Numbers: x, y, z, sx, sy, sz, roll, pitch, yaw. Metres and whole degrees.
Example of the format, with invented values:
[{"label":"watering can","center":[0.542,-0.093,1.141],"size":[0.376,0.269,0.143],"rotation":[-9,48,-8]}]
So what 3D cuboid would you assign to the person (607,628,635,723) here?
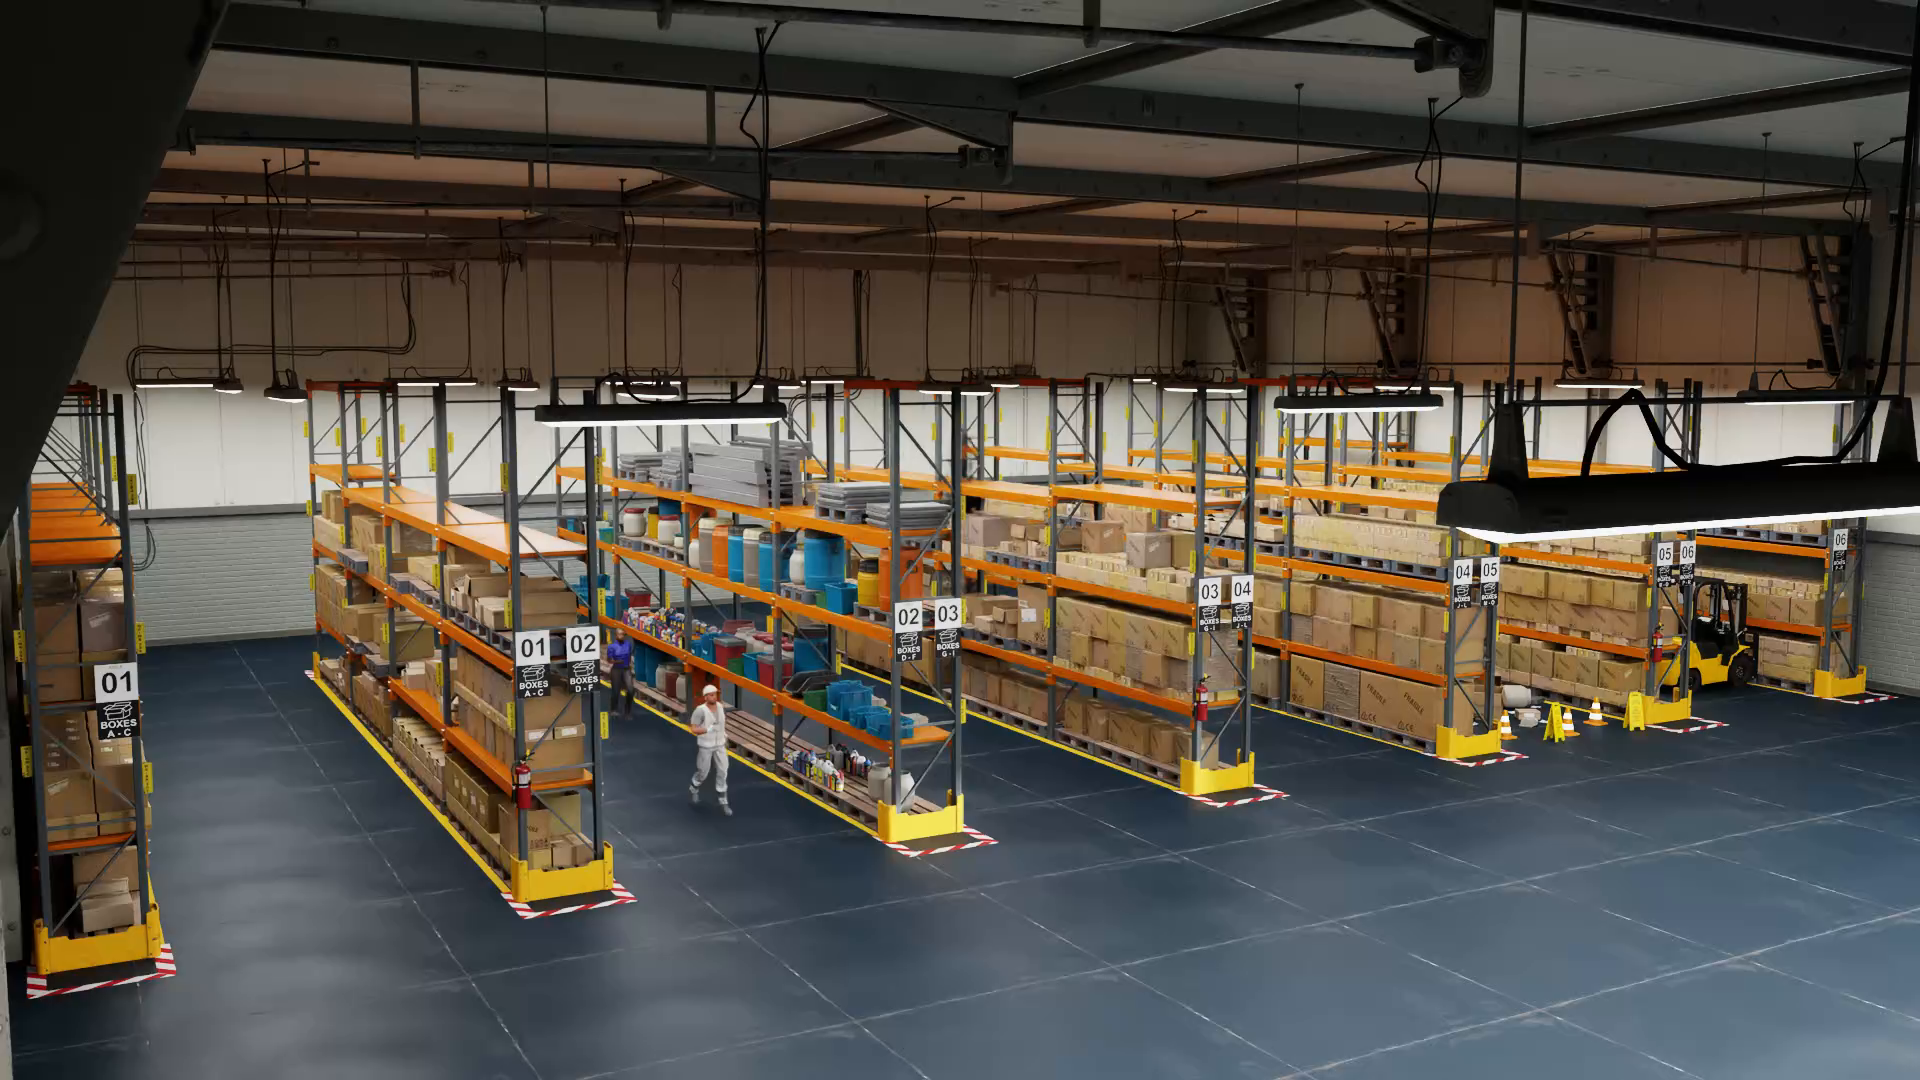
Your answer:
[{"label":"person","center":[-5.994,2.399,29.439],"size":[0.523,1.682,0.765],"rotation":[-3,7,-29]}]

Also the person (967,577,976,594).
[{"label":"person","center":[0.249,1.008,42.264],"size":[0.898,1.700,0.760],"rotation":[0,6,-3]}]

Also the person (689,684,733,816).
[{"label":"person","center":[-3.532,2.920,23.446],"size":[0.669,1.798,0.943],"rotation":[-5,8,-39]}]
